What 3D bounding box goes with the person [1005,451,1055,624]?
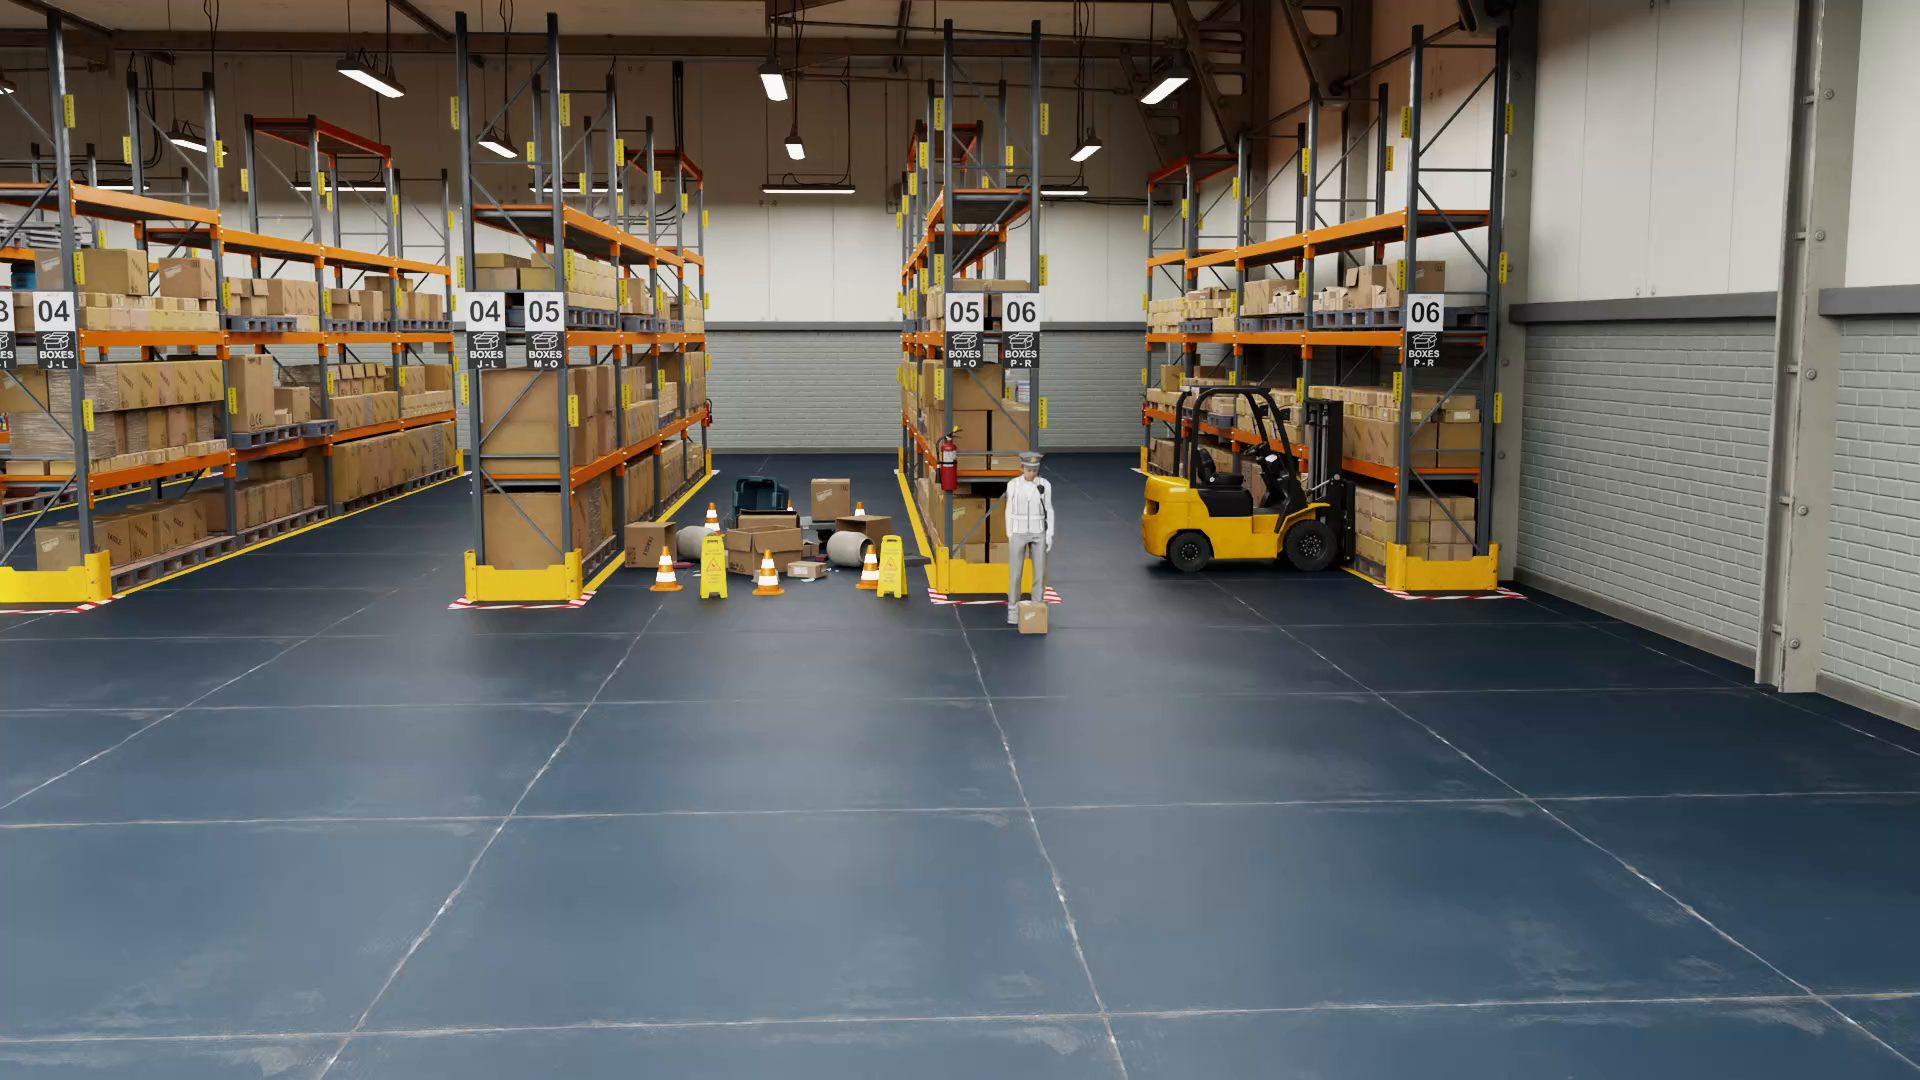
[{"bbox_3d":[0.672,-0.022,15.981,0.474,1.661,0.327,0,7,-3],"label":"person"}]
